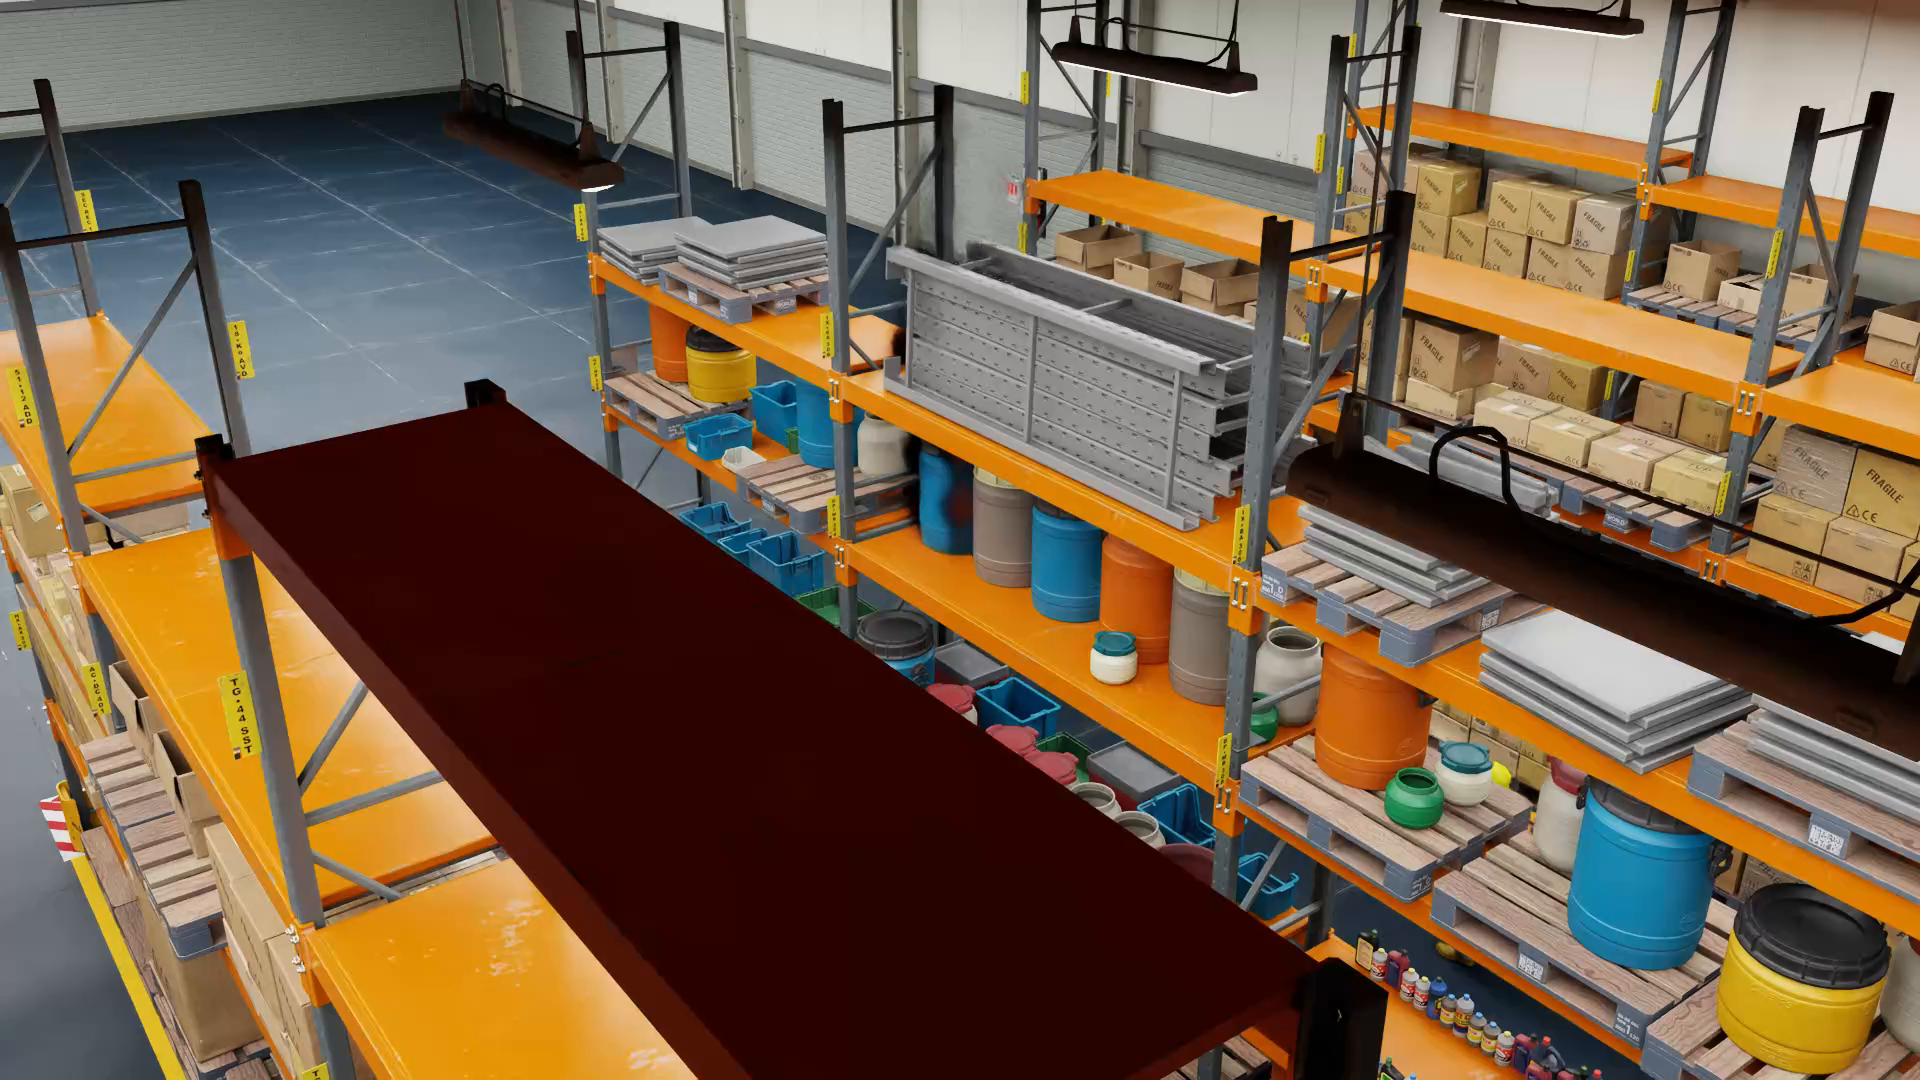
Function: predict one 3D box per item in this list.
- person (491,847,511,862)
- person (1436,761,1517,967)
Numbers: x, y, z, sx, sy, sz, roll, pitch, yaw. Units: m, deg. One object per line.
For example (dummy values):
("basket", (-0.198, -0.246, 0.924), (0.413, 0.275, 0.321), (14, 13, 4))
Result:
("person", (-2.987, 2.591, 11.300), (0.711, 1.764, 0.923), (-21, 32, -37))
("person", (3.725, 2.326, 11.921), (0.586, 1.718, 0.705), (21, 32, 38))
